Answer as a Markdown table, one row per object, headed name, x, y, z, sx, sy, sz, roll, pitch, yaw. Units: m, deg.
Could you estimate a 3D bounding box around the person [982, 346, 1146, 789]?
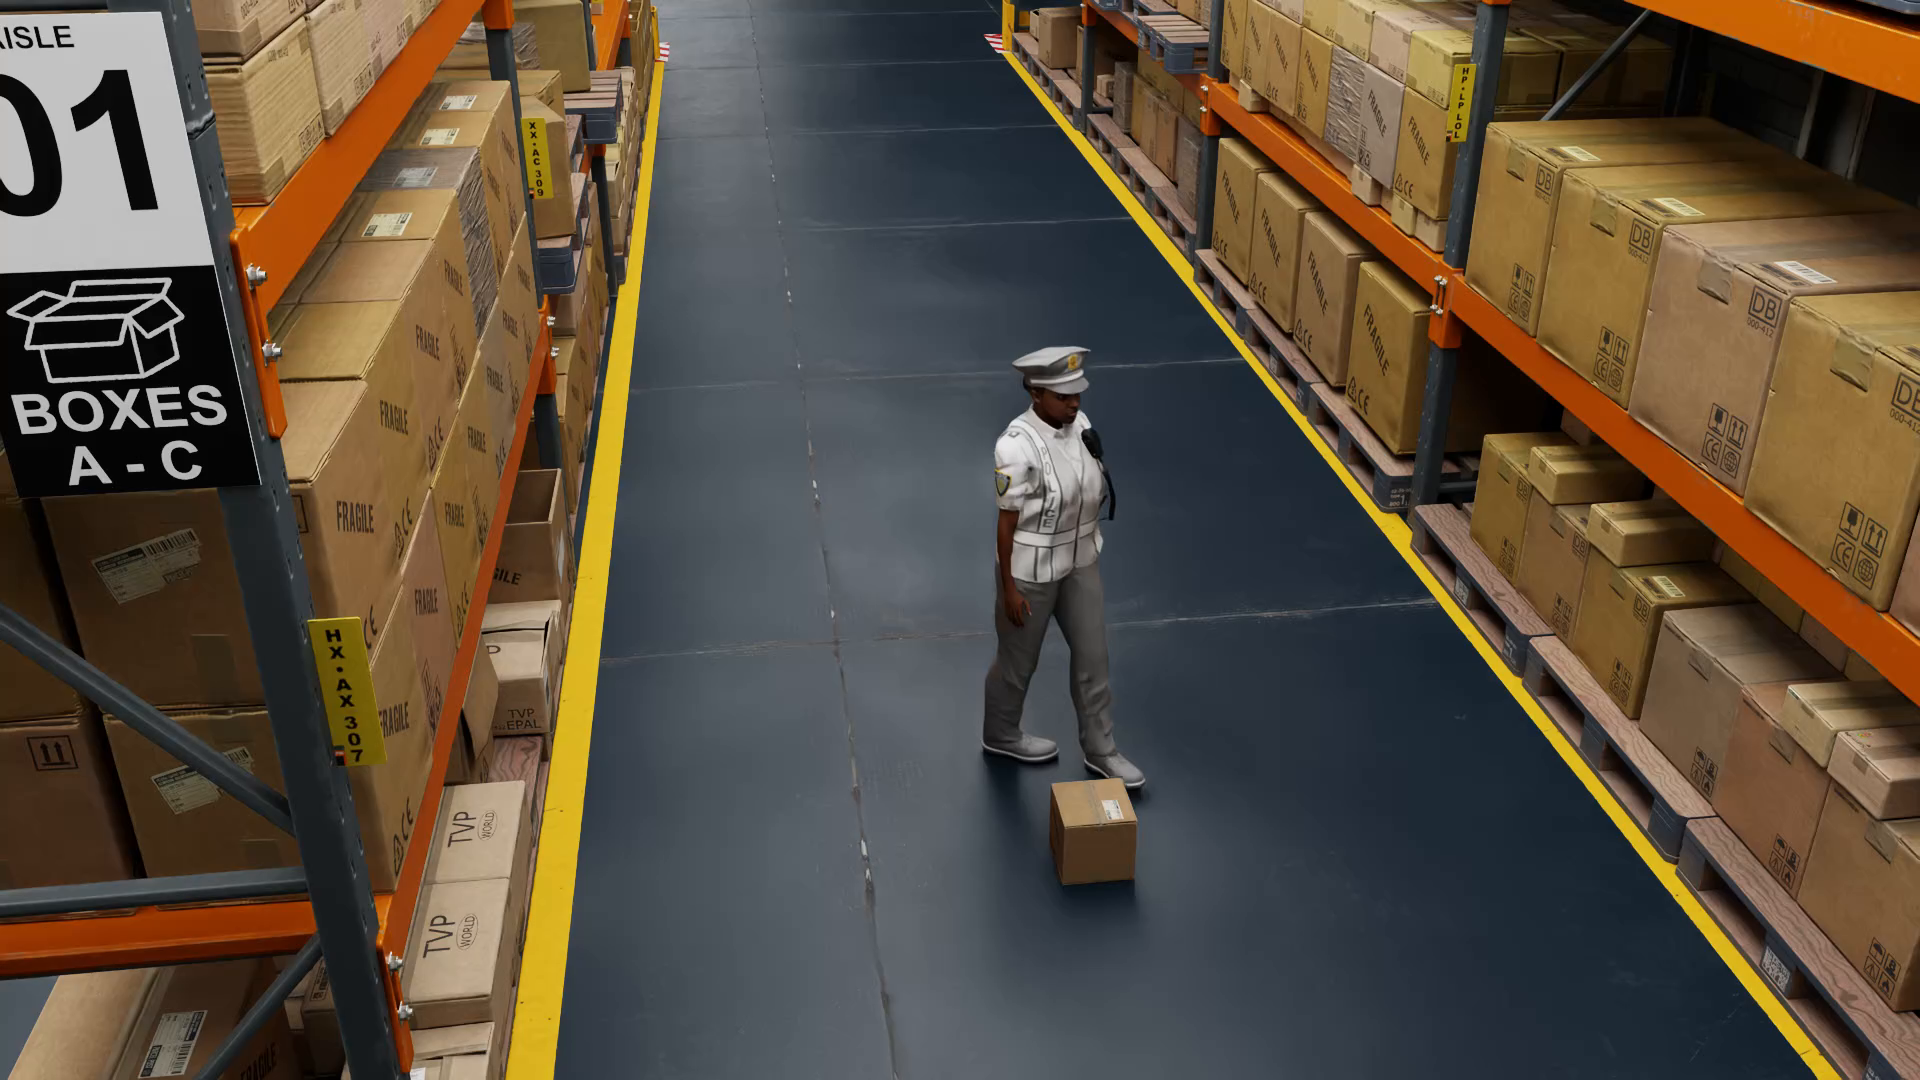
| name | x | y | z | sx | sy | sz | roll | pitch | yaw |
| --- | --- | --- | --- | --- | --- | --- | --- | --- | --- |
| person | 0.381 | 0.121 | 5.853 | 0.454 | 1.669 | 0.640 | -22 | 35 | -36 |
